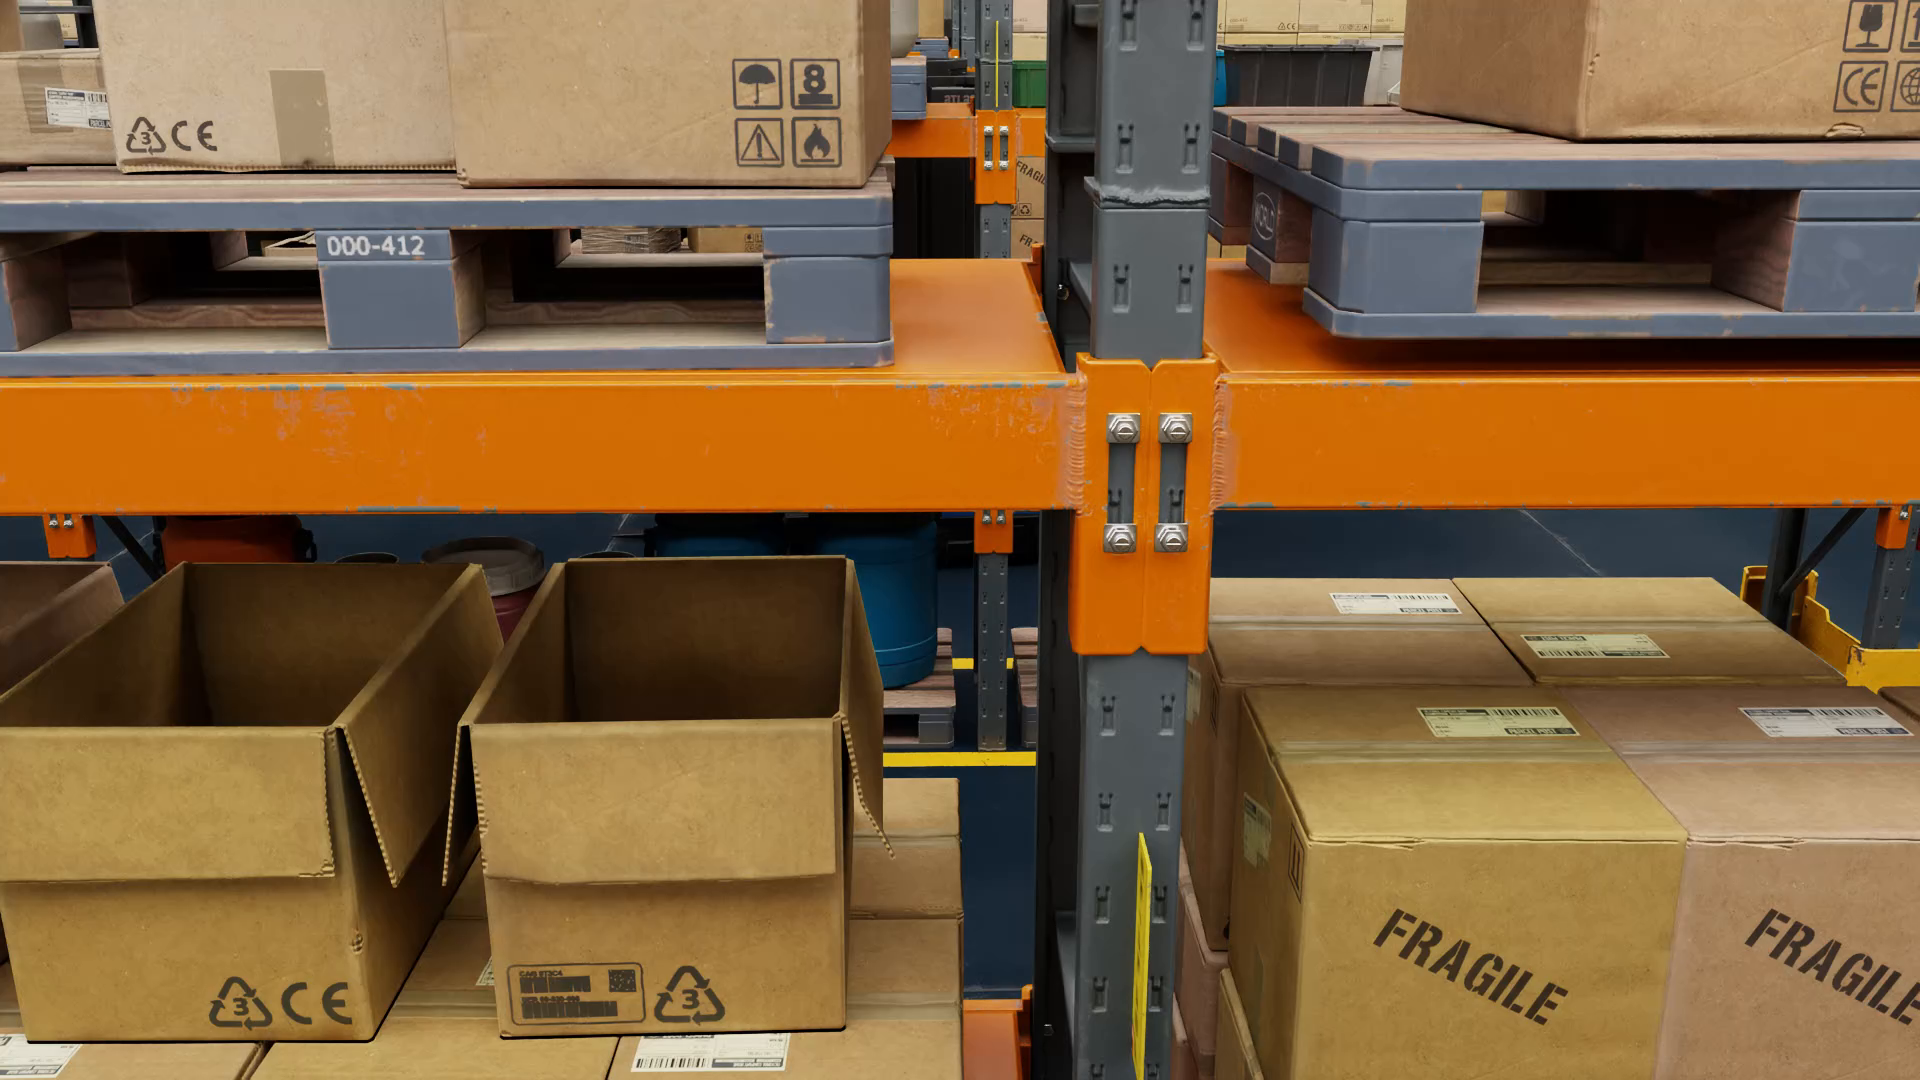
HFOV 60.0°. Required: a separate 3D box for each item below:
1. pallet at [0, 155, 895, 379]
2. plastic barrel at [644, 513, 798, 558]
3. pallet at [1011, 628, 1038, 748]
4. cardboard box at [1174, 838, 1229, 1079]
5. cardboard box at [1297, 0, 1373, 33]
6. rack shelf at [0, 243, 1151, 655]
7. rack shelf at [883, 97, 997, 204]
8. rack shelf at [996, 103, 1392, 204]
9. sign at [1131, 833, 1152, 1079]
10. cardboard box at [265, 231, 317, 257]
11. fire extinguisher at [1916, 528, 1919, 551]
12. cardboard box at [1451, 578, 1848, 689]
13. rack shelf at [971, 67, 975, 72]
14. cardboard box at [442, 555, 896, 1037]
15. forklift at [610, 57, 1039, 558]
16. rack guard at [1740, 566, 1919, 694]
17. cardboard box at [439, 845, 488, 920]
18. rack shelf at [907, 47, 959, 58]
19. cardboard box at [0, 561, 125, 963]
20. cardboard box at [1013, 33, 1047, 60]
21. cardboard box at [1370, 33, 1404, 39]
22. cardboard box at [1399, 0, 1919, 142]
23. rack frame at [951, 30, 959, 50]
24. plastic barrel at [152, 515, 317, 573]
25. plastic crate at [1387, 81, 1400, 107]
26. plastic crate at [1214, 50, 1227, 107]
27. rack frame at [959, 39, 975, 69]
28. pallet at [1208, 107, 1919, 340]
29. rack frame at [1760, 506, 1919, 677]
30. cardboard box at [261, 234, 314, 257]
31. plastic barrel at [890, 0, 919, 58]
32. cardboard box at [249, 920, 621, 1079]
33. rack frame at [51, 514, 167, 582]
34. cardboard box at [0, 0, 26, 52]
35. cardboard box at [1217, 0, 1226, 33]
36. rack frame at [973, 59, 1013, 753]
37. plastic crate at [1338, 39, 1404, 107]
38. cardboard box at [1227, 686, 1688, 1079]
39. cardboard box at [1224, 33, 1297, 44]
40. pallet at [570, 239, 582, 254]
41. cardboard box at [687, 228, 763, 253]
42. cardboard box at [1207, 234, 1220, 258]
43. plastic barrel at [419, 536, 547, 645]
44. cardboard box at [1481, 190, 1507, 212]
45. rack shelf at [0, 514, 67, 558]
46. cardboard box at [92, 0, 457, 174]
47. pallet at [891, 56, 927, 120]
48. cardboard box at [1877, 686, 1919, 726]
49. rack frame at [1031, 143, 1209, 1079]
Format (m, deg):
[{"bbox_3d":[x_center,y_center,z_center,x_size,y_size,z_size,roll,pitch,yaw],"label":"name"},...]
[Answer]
[{"bbox_3d":[-0.699,-0.422,2.355,1.217,0.209,0.805,-1,18,-3],"label":"pallet"},{"bbox_3d":[-1.114,0.183,7.814,0.708,0.901,0.600,0,18,-1],"label":"plastic barrel"},{"bbox_3d":[0.873,0.695,8.035,1.213,0.211,1.003,0,18,-1],"label":"pallet"},{"bbox_3d":[0.654,0.743,3.079,0.500,0.250,0.500,-1,18,-2],"label":"cardboard box"},{"bbox_3d":[2.554,-3.660,11.563,0.500,0.250,0.500,0,18,-1],"label":"cardboard box"},{"bbox_3d":[-1.783,-0.180,2.467,4.000,0.370,1.077,0,18,-1],"label":"rack shelf"},{"bbox_3d":[-1.861,-1.693,7.182,4.000,0.370,1.077,0,18,-1],"label":"rack shelf"},{"bbox_3d":[2.138,-1.712,7.242,4.000,0.370,1.077,0,18,-1],"label":"rack shelf"},{"bbox_3d":[0.235,0.548,2.164,0.005,0.325,0.100,0,18,-1],"label":"sign"},{"bbox_3d":[-4.833,-2.123,12.401,0.500,0.311,0.500,0,18,-2],"label":"cardboard box"},{"bbox_3d":[4.296,-0.284,7.259,0.183,0.674,0.296,0,18,-1],"label":"fire extinguisher"},{"bbox_3d":[1.173,0.383,2.973,0.500,0.500,0.500,0,18,0],"label":"cardboard box"},{"bbox_3d":[2.064,-3.225,11.958,4.000,0.370,1.077,0,18,-1],"label":"rack shelf"},{"bbox_3d":[-0.422,0.376,2.659,0.637,0.503,0.797,-1,18,-2],"label":"cardboard box"},{"bbox_3d":[-0.624,-1.371,10.022,3.031,2.935,1.130,-2,18,-7],"label":"forklift"},{"bbox_3d":[4.162,0.550,8.015,0.348,0.500,1.175,0,18,-1],"label":"rack guard"},{"bbox_3d":[-0.750,0.777,3.052,0.500,0.500,0.500,0,18,-1],"label":"cardboard box"},{"bbox_3d":[-2.017,-4.719,16.615,4.000,0.370,1.077,0,18,-1],"label":"rack shelf"},{"bbox_3d":[-1.729,0.384,2.635,0.637,0.503,0.797,0,18,1],"label":"cardboard box"},{"bbox_3d":[0.554,-3.414,11.613,0.500,0.250,0.500,0,18,-1],"label":"cardboard box"},{"bbox_3d":[3.054,-3.424,11.646,0.500,0.250,0.500,0,18,-1],"label":"cardboard box"},{"bbox_3d":[0.998,-0.850,2.361,0.500,0.500,0.700,-1,18,-4],"label":"cardboard box"},{"bbox_3d":[-0.018,-3.643,16.993,0.127,3.000,1.000,0,18,-1],"label":"rack frame"},{"bbox_3d":[-3.372,0.228,7.791,0.708,0.830,0.600,0,18,-1],"label":"plastic barrel"},{"bbox_3d":[2.076,-1.853,6.936,0.530,0.136,0.437,0,18,-1],"label":"plastic crate"},{"bbox_3d":[1.044,-2.068,7.446,0.300,0.233,0.416,0,18,-1],"label":"plastic crate"},{"bbox_3d":[0.064,-2.130,12.277,0.127,3.000,1.000,0,18,-1],"label":"rack frame"},{"bbox_3d":[1.035,-0.491,2.403,1.213,0.211,1.003,0,18,-1],"label":"pallet"},{"bbox_3d":[4.138,-0.636,7.621,0.127,3.000,1.000,0,18,-1],"label":"rack frame"},{"bbox_3d":[-6.841,-2.992,17.110,0.500,0.250,0.500,-1,18,-2],"label":"cardboard box"},{"bbox_3d":[-0.392,-2.384,7.248,0.433,0.535,0.433,0,18,0],"label":"plastic barrel"},{"bbox_3d":[-0.741,0.934,2.562,0.500,0.500,0.500,0,18,1],"label":"cardboard box"},{"bbox_3d":[-3.861,-0.598,7.500,0.127,3.000,1.000,0,18,-1],"label":"rack frame"},{"bbox_3d":[-1.740,-0.779,2.298,0.637,0.503,0.797,-1,18,-2],"label":"cardboard box"},{"bbox_3d":[1.554,-3.653,11.541,0.500,0.250,0.500,0,18,-1],"label":"cardboard box"},{"bbox_3d":[0.139,-0.617,7.561,0.127,3.000,1.000,0,18,-1],"label":"rack frame"},{"bbox_3d":[1.917,-2.092,7.441,0.530,0.282,0.437,0,18,-1],"label":"plastic crate"},{"bbox_3d":[0.700,0.544,2.472,0.500,0.500,0.500,0,18,-1],"label":"cardboard box"},{"bbox_3d":[2.054,-3.420,11.634,0.500,0.250,0.500,0,18,-1],"label":"cardboard box"},{"bbox_3d":[-3.259,-2.044,12.323,1.003,0.211,1.213,0,18,-1],"label":"pallet"},{"bbox_3d":[-1.701,-2.350,12.112,0.500,0.500,0.700,-5,18,-15],"label":"cardboard box"},{"bbox_3d":[1.590,-2.102,12.026,0.500,0.500,0.500,0,18,-1],"label":"cardboard box"},{"bbox_3d":[-2.243,0.337,7.845,0.708,0.588,0.600,0,18,-1],"label":"plastic barrel"},{"bbox_3d":[3.623,-2.587,11.900,0.500,0.500,0.500,0,18,-1],"label":"cardboard box"},{"bbox_3d":[-5.861,-0.246,7.580,4.000,0.370,1.077,0,18,-1],"label":"rack shelf"},{"bbox_3d":[-0.881,-0.712,2.405,0.500,0.311,0.500,-1,18,-3],"label":"cardboard box"},{"bbox_3d":[-0.644,-1.922,7.026,1.003,0.211,1.213,0,18,-1],"label":"pallet"},{"bbox_3d":[1.712,0.540,2.484,0.500,0.500,0.500,-1,18,-3],"label":"cardboard box"},{"bbox_3d":[0.217,0.896,2.845,0.127,3.000,1.000,0,18,-1],"label":"rack frame"}]
